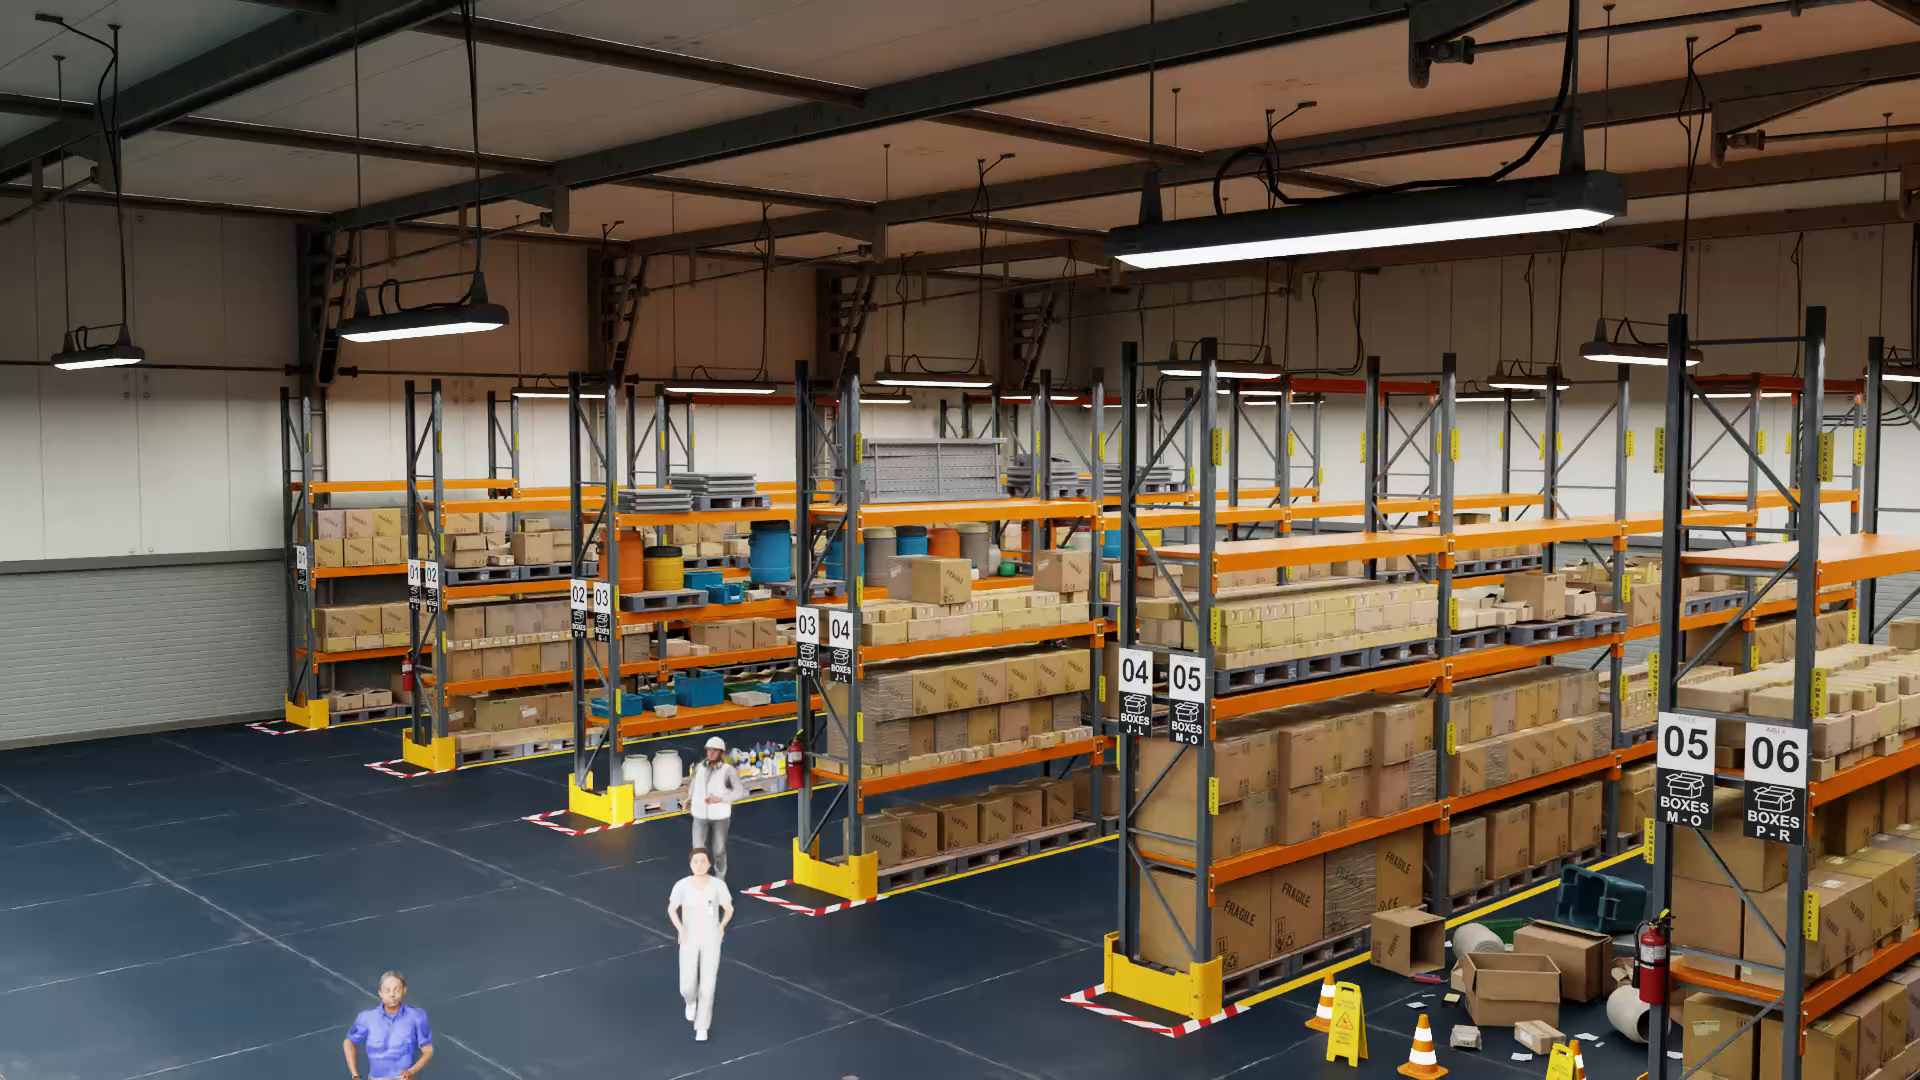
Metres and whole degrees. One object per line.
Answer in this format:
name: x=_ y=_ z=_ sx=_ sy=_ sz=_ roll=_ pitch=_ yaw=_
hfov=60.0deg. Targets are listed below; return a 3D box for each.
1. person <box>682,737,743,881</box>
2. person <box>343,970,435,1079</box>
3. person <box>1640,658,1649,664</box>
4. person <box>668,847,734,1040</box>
person: x=-2.754 y=3.085 z=18.520 sx=0.696 sy=1.771 sz=0.913 roll=0 pitch=4 yaw=5
person: x=-3.739 y=3.656 z=10.932 sx=0.560 sy=1.603 sz=0.576 roll=-2 pitch=4 yaw=-22
person: x=10.728 y=2.667 z=25.967 sx=0.581 sy=1.656 sz=0.767 roll=4 pitch=5 yaw=45
person: x=-2.219 y=3.439 z=14.266 sx=0.561 sy=1.619 sz=0.590 roll=-1 pitch=4 yaw=-8
